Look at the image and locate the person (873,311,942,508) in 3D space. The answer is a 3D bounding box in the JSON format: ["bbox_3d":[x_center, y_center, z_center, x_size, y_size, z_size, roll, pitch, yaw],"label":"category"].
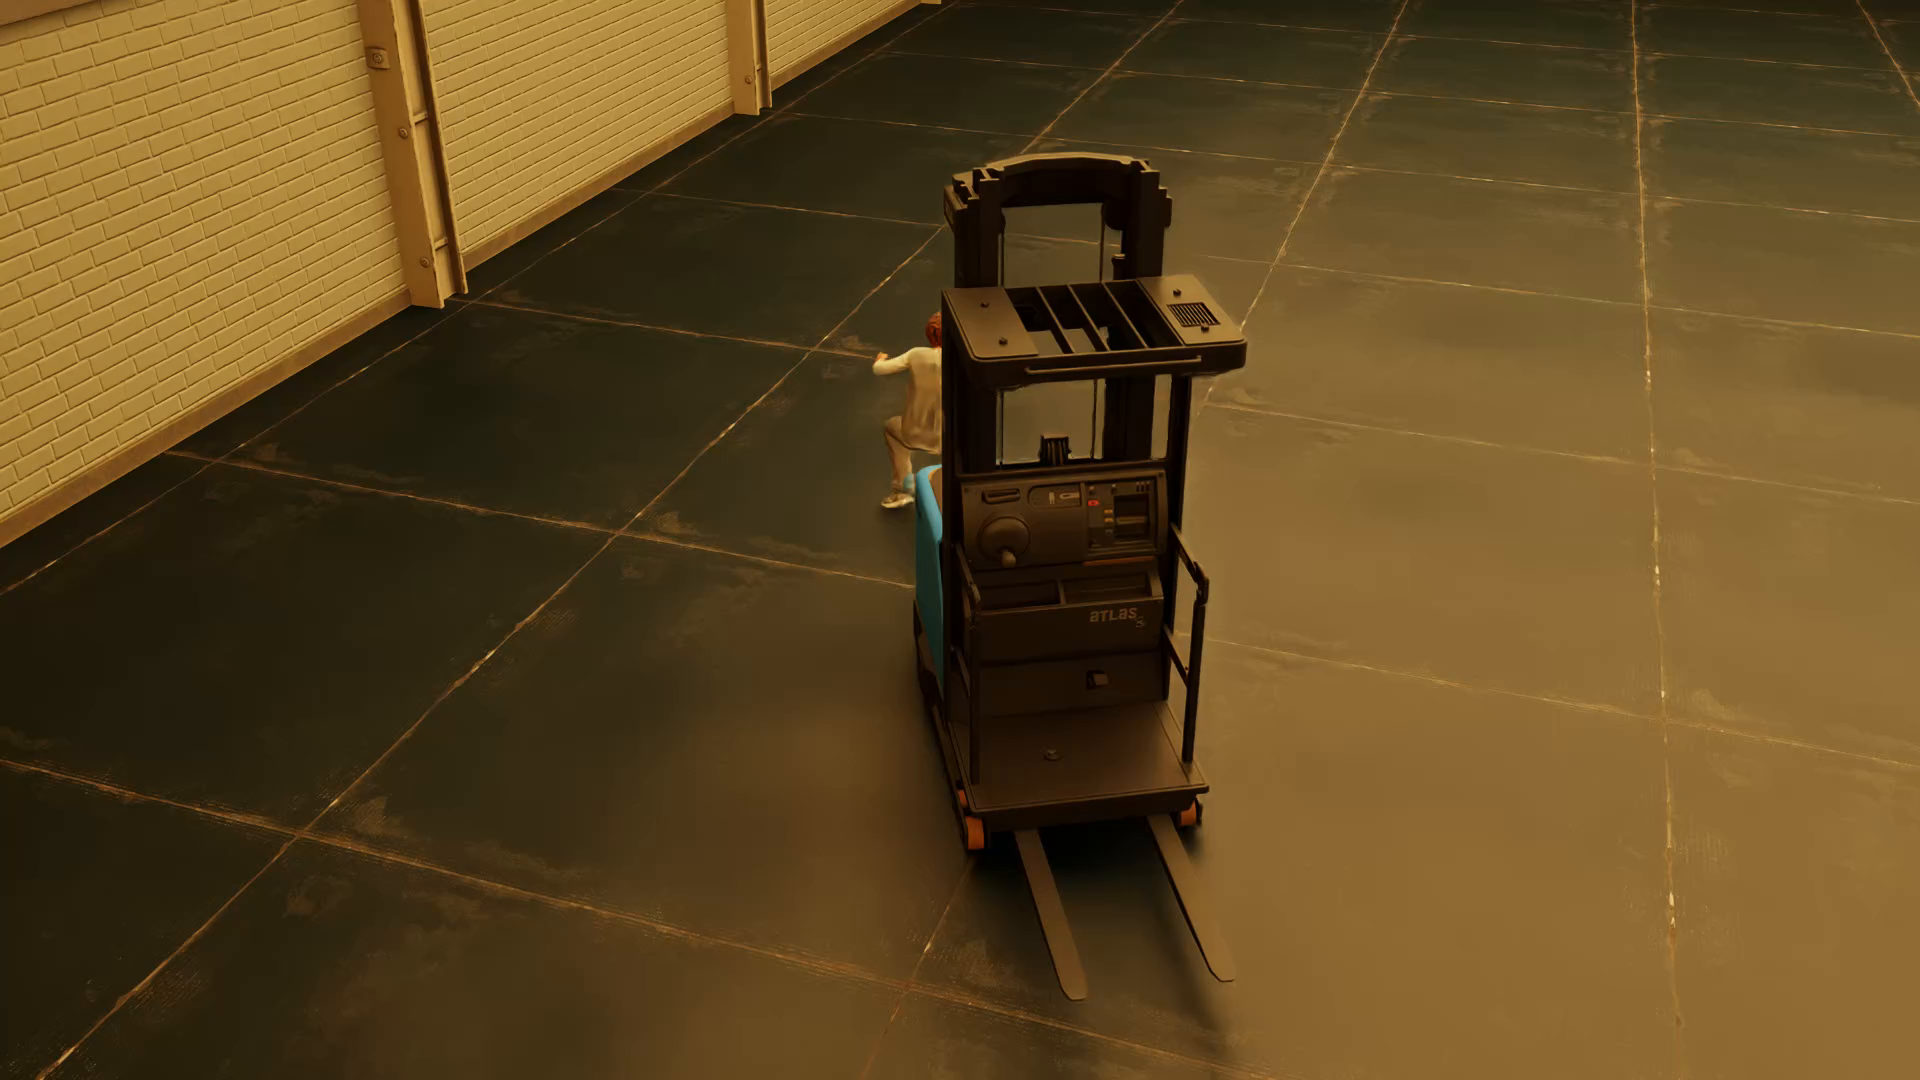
[{"bbox_3d":[-0.126,-0.775,10.046,0.871,1.392,0.678,6,30,10],"label":"person"}]

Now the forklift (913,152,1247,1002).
[{"bbox_3d":[0.507,-0.047,7.220,1.130,2.935,3.031,-5,30,-8],"label":"forklift"}]
